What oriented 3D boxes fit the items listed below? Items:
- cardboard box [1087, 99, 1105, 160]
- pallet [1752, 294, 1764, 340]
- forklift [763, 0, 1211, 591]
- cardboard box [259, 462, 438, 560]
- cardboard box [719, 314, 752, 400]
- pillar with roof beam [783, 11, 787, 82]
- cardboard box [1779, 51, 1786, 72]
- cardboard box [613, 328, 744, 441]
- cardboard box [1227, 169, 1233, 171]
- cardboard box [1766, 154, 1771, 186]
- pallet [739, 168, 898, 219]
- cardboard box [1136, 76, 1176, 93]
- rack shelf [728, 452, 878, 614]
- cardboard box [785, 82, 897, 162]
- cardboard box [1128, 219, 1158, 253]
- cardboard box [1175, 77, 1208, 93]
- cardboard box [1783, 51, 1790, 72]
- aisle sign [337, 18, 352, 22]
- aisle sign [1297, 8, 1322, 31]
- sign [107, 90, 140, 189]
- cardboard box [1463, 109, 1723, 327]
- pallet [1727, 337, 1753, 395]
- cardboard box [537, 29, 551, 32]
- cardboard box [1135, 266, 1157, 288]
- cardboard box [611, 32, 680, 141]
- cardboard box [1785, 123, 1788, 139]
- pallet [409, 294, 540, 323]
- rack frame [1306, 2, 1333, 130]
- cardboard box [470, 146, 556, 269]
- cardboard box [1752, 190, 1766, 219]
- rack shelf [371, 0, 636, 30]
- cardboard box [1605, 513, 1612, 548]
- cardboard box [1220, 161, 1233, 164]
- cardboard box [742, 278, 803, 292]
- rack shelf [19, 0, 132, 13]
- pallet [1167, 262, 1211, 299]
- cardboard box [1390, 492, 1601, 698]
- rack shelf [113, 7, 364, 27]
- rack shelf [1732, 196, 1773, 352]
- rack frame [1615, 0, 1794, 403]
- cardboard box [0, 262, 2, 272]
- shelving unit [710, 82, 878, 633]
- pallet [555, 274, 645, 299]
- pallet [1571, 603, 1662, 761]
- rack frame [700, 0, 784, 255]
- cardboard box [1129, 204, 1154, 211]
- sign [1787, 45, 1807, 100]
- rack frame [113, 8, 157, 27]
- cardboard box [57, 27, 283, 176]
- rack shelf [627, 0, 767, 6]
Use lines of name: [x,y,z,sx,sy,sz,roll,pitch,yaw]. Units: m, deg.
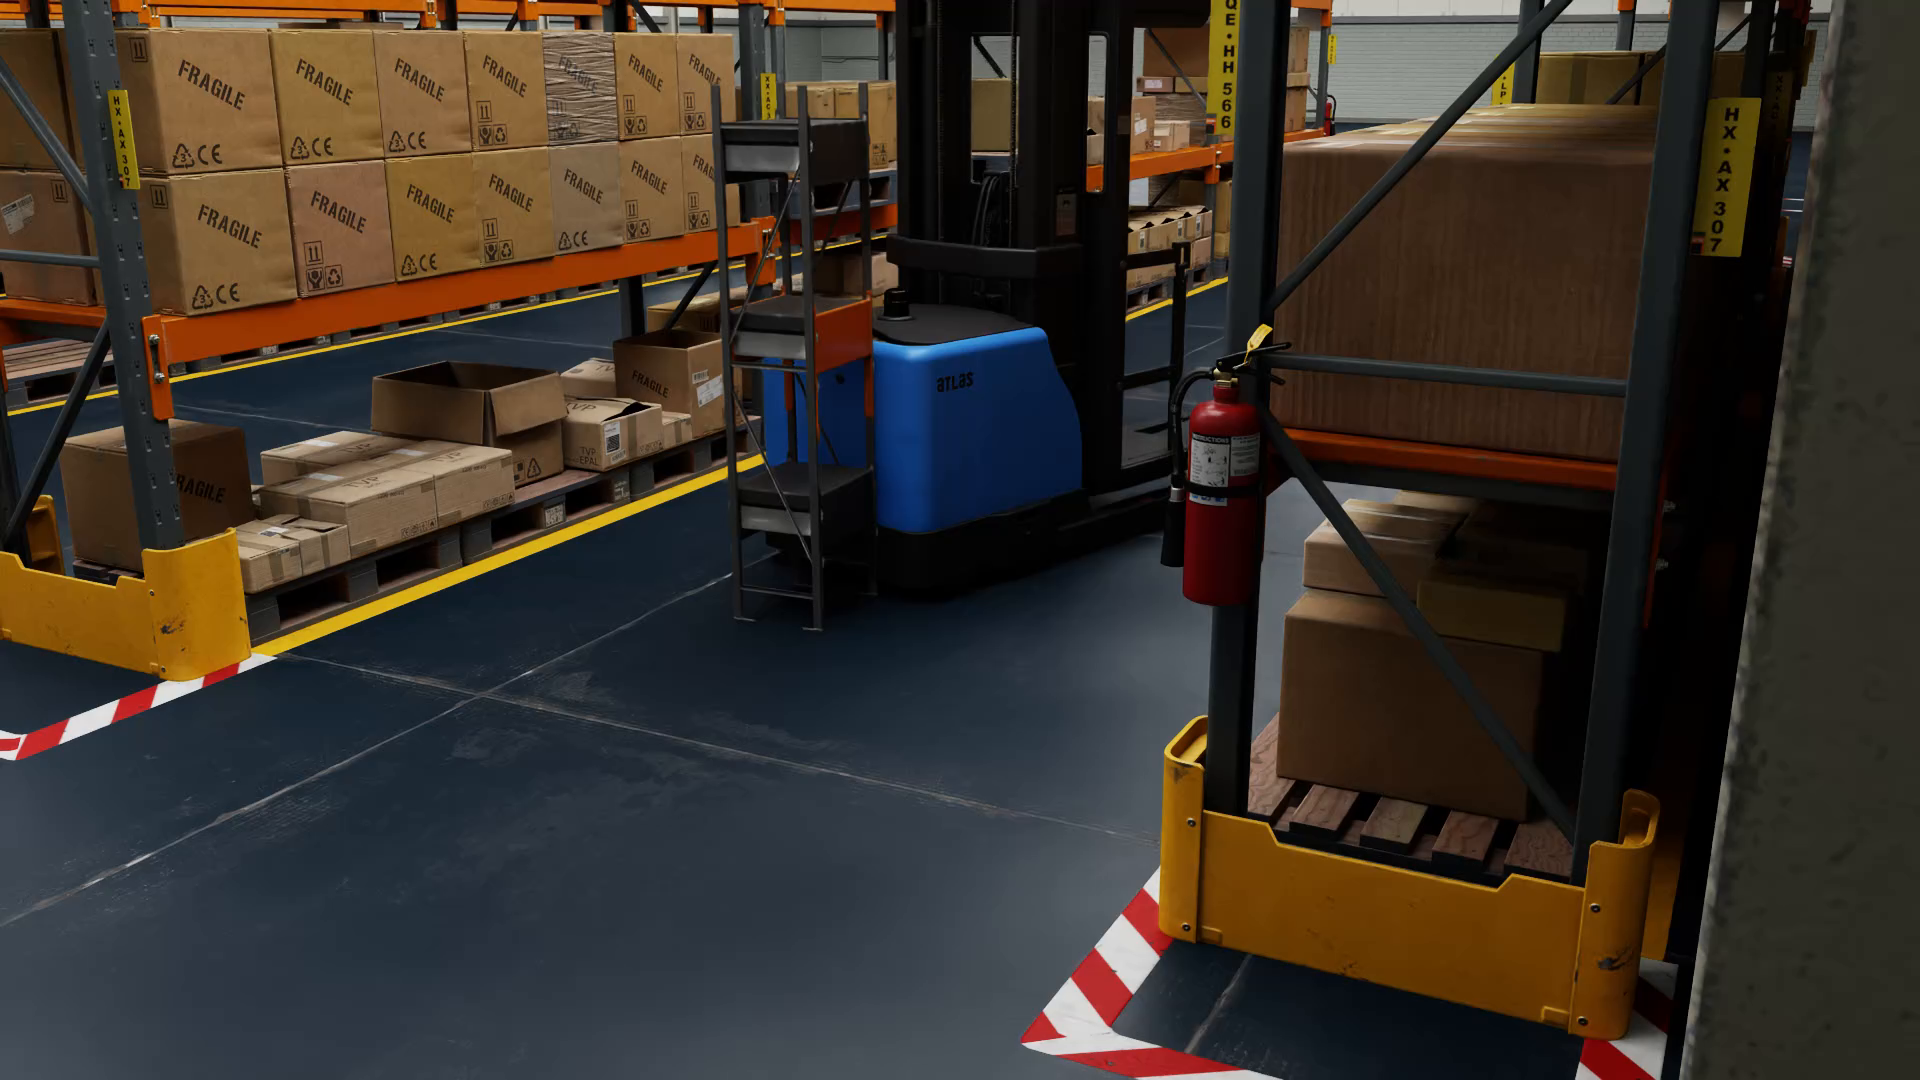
cardboard box: [0.989,-3.524,14.281,0.500,0.500,0.500,7,18,22]
pallet: [6.128,-1.901,13.889,1.003,0.211,1.213,8,18,25]
forklift: [0.495,-1.536,7.881,1.130,2.935,3.031,15,22,41]
cardboard box: [-2.600,-0.132,7.091,0.500,0.250,0.500,8,18,25]
cardboard box: [-1.099,-1.133,10.022,0.500,0.500,0.500,7,18,23]
pillar with roof beam: [-2.200,-18.144,53.142,9.100,9.000,0.400,8,18,25]
cardboard box: [4.482,-2.697,9.621,0.500,0.250,0.500,7,18,24]
cardboard box: [-1.534,-0.860,9.102,0.500,0.500,0.500,8,18,25]
cardboard box: [3.197,-3.769,18.055,0.500,0.500,0.500,8,18,25]
cardboard box: [4.250,-2.208,9.290,0.500,0.500,0.500,8,19,26]
pallet: [-1.078,-2.126,10.084,1.003,0.211,1.213,8,18,25]
cardboard box: [1.971,-4.521,16.498,0.380,0.149,0.250,8,18,25]
rack shelf: [-0.633,-0.039,6.804,0.431,0.518,0.480,7,18,23]
cardboard box: [-0.799,-2.735,10.886,0.700,0.500,0.500,3,17,11]
cardboard box: [1.437,-2.691,14.756,0.500,0.311,0.500,8,18,25]
cardboard box: [2.335,-4.469,16.320,0.380,0.149,0.250,8,18,25]
cardboard box: [4.717,-2.829,10.064,0.500,0.250,0.500,9,19,27]
aisle sign: [-9.660,-8.305,25.987,0.394,0.787,0.004,8,18,25]
aisle sign: [4.121,-6.310,19.270,0.394,0.787,0.004,8,18,25]
sign: [-2.835,-1.355,5.633,0.100,0.325,0.005,8,18,25]
cardboard box: [2.312,-1.221,6.175,0.980,0.700,0.700,8,18,24]
pallet: [5.038,-1.280,11.797,1.003,0.211,1.213,8,18,25]
cardboard box: [-5.731,-6.463,21.895,0.500,0.500,0.500,8,18,25]
cardboard box: [1.431,-2.418,14.823,0.500,0.250,0.500,9,19,26]
cardboard box: [-1.754,-2.263,8.277,0.500,0.500,0.500,8,18,24]
cardboard box: [8.004,-4.116,16.676,0.500,0.250,0.500,9,19,27]
pallet: [-4.490,-2.135,14.677,1.003,0.211,1.213,8,18,25]
rack frame: [3.829,-5.085,19.710,1.000,3.000,0.127,8,18,25]
cardboard box: [-2.209,-1.523,7.543,0.500,0.500,0.500,8,18,26]
cardboard box: [4.373,-1.923,9.472,0.380,0.149,0.250,8,18,24]
rack shelf: [-5.925,-6.930,21.916,1.077,0.370,4.000,8,18,25]
cardboard box: [1.910,-0.086,5.391,0.380,0.149,0.250,8,18,26]
cardboard box: [3.169,-4.092,19.140,0.500,0.500,0.500,8,18,25]
cardboard box: [-1.116,-1.456,11.108,0.500,0.500,0.500,8,18,26]
rack shelf: [-6.856,-3.243,9.504,1.077,0.370,4.000,8,18,25]
pallet: [1.747,-2.537,16.028,1.003,0.211,1.213,8,18,25]
cardboard box: [1.784,0.170,5.670,0.700,0.500,0.500,7,18,24]
rack shelf: [-10.317,-7.587,24.128,1.077,0.370,4.000,8,18,25]
rack shelf: [3.794,-1.564,9.118,1.077,0.370,4.000,8,18,25]
rack frame: [4.688,-2.418,10.730,1.000,3.000,0.127,8,18,25]
cardboard box: [-9.339,-3.092,15.994,1.225,0.875,0.875,8,18,26]
shelving unit: [-0.637,-0.723,6.602,0.431,2.100,0.503,7,18,23]
pallet: [-3.795,-2.534,16.019,1.003,0.211,1.213,8,18,25]
pallet: [1.946,0.433,6.028,1.003,0.211,1.213,8,18,25]
rack frame: [-2.388,-4.697,18.404,1.000,3.000,0.127,8,18,25]
cardboard box: [1.634,-3.144,16.283,0.500,0.311,0.500,8,18,26]
sign: [5.186,-2.903,10.330,0.100,0.325,0.005,8,18,25]
rack frame: [-11.211,-5.984,22.737,1.000,3.000,0.127,8,18,25]
cardboard box: [-2.886,-1.616,6.099,0.500,0.500,0.500,9,19,27]
rack shelf: [-0.639,-3.631,10.809,1.077,0.370,4.000,8,18,25]
